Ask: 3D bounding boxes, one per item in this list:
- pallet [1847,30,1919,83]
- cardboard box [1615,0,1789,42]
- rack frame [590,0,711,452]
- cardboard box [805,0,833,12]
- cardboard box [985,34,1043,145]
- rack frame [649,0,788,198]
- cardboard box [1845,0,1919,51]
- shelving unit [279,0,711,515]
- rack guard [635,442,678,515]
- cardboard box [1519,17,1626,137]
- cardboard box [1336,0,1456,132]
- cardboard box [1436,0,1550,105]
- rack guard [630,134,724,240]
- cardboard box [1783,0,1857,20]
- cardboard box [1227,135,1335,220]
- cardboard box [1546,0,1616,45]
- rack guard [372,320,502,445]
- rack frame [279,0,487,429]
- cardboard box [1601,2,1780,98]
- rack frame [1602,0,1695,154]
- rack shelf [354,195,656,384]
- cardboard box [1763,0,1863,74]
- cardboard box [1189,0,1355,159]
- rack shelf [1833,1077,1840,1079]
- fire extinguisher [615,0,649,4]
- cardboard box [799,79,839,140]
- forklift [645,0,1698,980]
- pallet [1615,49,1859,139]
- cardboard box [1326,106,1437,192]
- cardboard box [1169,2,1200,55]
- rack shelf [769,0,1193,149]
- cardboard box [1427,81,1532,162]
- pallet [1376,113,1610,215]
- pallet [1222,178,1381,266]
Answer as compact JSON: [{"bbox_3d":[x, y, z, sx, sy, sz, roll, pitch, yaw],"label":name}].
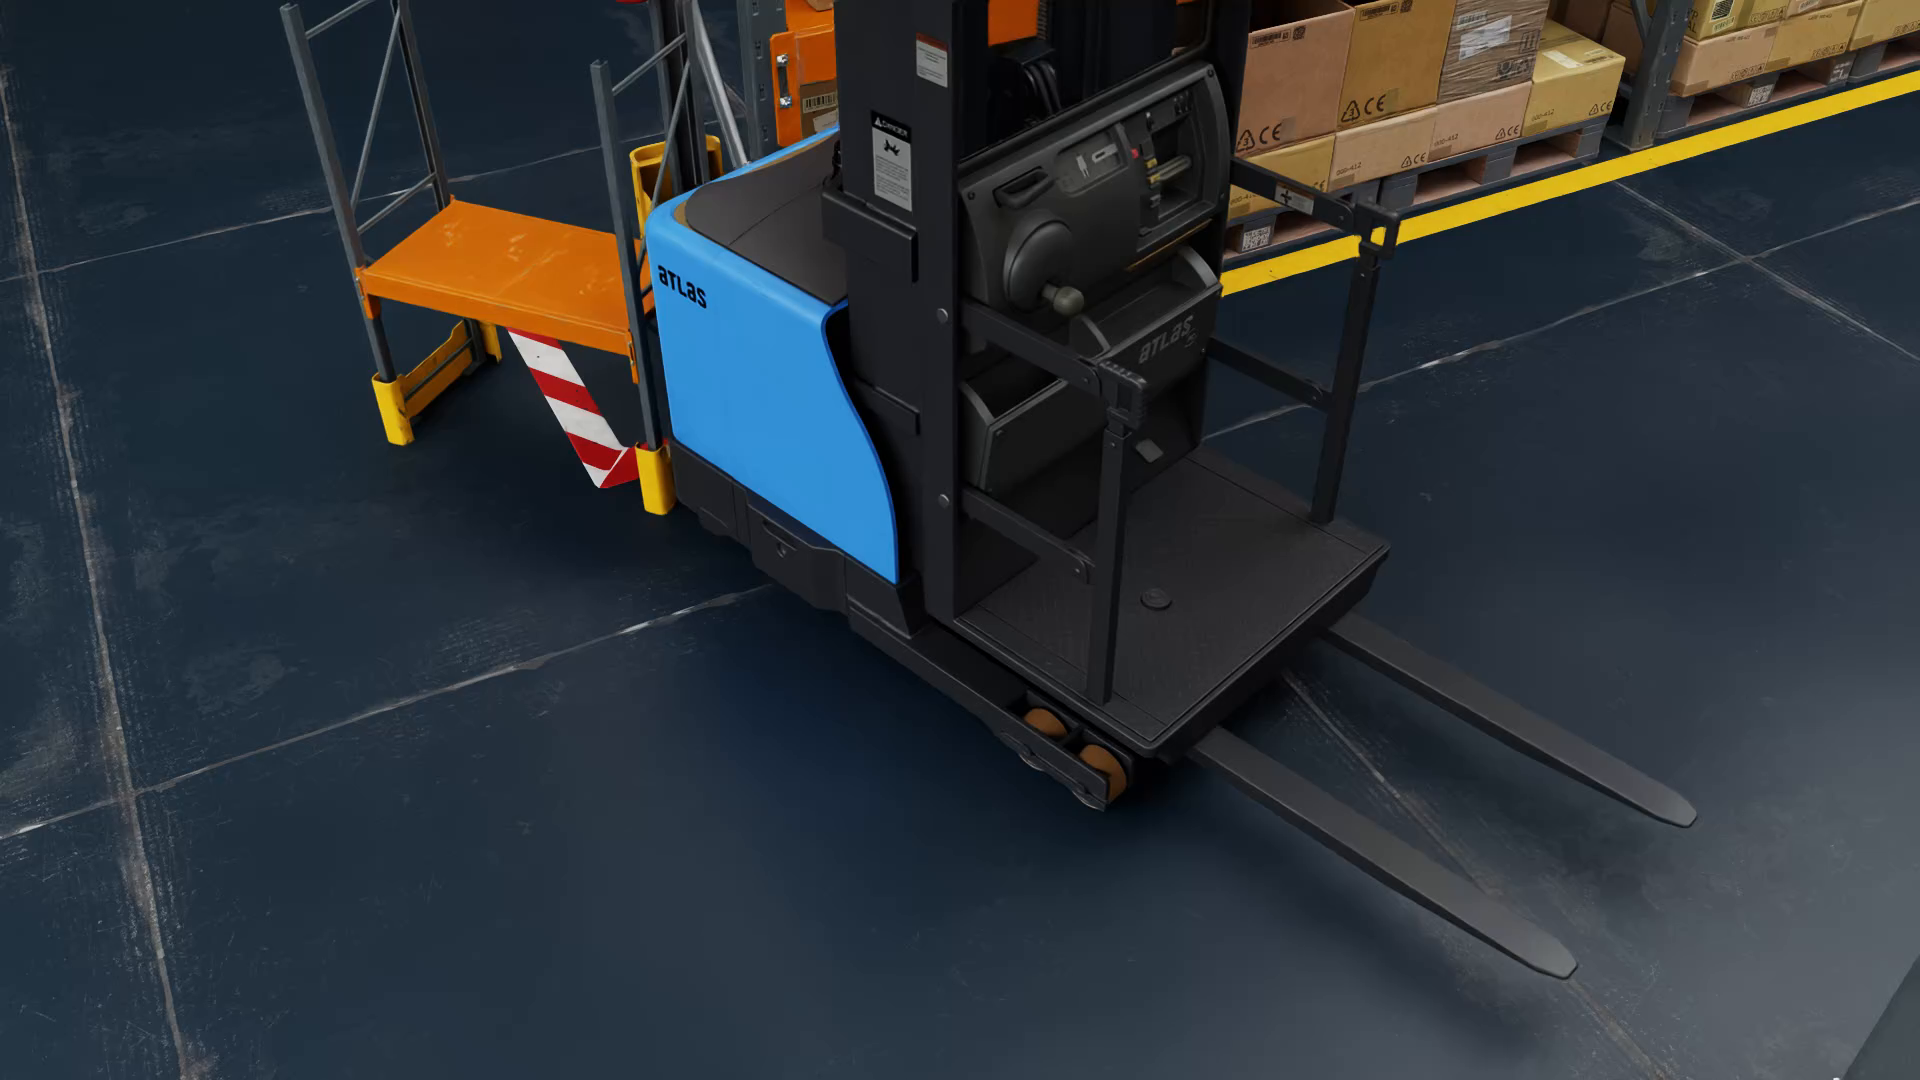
[{"bbox_3d":[4.463,-2.674,8.245,1.213,0.211,1.003,-19,44,-21],"label":"pallet"},{"bbox_3d":[3.226,-2.434,7.173,0.500,0.311,0.500,-18,44,-20],"label":"cardboard box"},{"bbox_3d":[-0.877,-0.835,5.075,0.032,1.500,0.500,15,42,17],"label":"rack frame"},{"bbox_3d":[-0.384,-2.105,5.338,0.500,0.500,0.700,-19,44,-21],"label":"cardboard box"},{"bbox_3d":[0.217,-1.515,5.941,0.500,0.500,0.500,-19,44,-21],"label":"cardboard box"},{"bbox_3d":[-0.804,-1.935,5.214,0.127,3.000,1.000,-19,44,-21],"label":"rack frame"},{"bbox_3d":[4.128,-2.526,7.716,0.500,0.250,0.500,-20,44,-22],"label":"cardboard box"},{"bbox_3d":[-1.341,-0.955,5.217,1.083,1.500,0.587,15,42,17],"label":"shelving unit"},{"bbox_3d":[-0.878,-0.358,5.479,0.087,0.250,0.587,15,42,17],"label":"rack guard"},{"bbox_3d":[2.434,-1.976,7.066,0.500,0.250,0.500,-19,44,-21],"label":"cardboard box"},{"bbox_3d":[1.543,-1.968,6.476,0.500,0.500,0.500,-19,44,-21],"label":"cardboard box"},{"bbox_3d":[1.985,-2.120,6.655,0.500,0.500,0.500,-19,44,-21],"label":"cardboard box"},{"bbox_3d":[-0.825,-0.974,6.014,0.348,0.500,1.175,-19,44,-21],"label":"rack guard"},{"bbox_3d":[3.672,-2.581,7.346,0.500,0.311,0.500,-19,44,-21],"label":"cardboard box"},{"bbox_3d":[1.106,-1.525,6.533,0.500,0.250,0.500,-19,44,-21],"label":"cardboard box"},{"bbox_3d":[2.978,-2.530,7.720,0.500,0.250,0.500,-19,44,-21],"label":"cardboard box"},{"bbox_3d":[-1.803,-0.597,5.762,0.087,0.250,0.587,15,42,17],"label":"rack guard"},{"bbox_3d":[-1.821,-1.079,5.364,0.032,1.500,0.500,15,42,17],"label":"rack frame"},{"bbox_3d":[3.216,-2.218,7.352,0.500,0.250,0.500,-20,44,-22],"label":"cardboard box"},{"bbox_3d":[2.744,-3.129,6.625,0.127,3.000,1.000,-19,44,-21],"label":"rack frame"},{"bbox_3d":[-1.349,-0.820,5.336,1.000,0.185,0.538,15,42,17],"label":"rack shelf"},{"bbox_3d":[3.670,-2.370,7.531,0.500,0.250,0.500,-18,43,-20],"label":"cardboard box"},{"bbox_3d":[1.106,-1.811,6.290,0.500,0.500,0.500,-19,44,-21],"label":"cardboard box"},{"bbox_3d":[3.255,0.582,2.798,4.000,0.370,1.077,-19,44,-21],"label":"rack shelf"},{"bbox_3d":[-1.123,-2.137,5.512,0.183,0.674,0.296,-19,44,-21],"label":"fire extinguisher"},{"bbox_3d":[-0.465,-1.663,6.115,0.500,0.500,0.500,-19,44,-21],"label":"cardboard box"},{"bbox_3d":[0.501,-0.792,3.918,3.031,2.935,1.130,32,50,32],"label":"forklift"},{"bbox_3d":[3.379,-2.307,7.812,1.213,0.211,1.003,-19,44,-21],"label":"pallet"},{"bbox_3d":[1.549,-1.675,6.710,0.500,0.250,0.500,-19,44,-21],"label":"cardboard box"},{"bbox_3d":[0.655,-1.672,6.126,0.500,0.500,0.500,-19,44,-21],"label":"cardboard box"},{"bbox_3d":[0.970,-2.257,6.152,4.000,0.370,1.077,-19,44,-21],"label":"rack shelf"},{"bbox_3d":[1.986,-1.833,6.896,0.500,0.250,0.500,-19,44,-21],"label":"cardboard box"},{"bbox_3d":[2.019,-1.851,7.274,1.213,0.211,1.003,-19,44,-21],"label":"pallet"},{"bbox_3d":[0.936,-1.485,6.840,1.213,0.211,1.003,-19,44,-21],"label":"pallet"}]
